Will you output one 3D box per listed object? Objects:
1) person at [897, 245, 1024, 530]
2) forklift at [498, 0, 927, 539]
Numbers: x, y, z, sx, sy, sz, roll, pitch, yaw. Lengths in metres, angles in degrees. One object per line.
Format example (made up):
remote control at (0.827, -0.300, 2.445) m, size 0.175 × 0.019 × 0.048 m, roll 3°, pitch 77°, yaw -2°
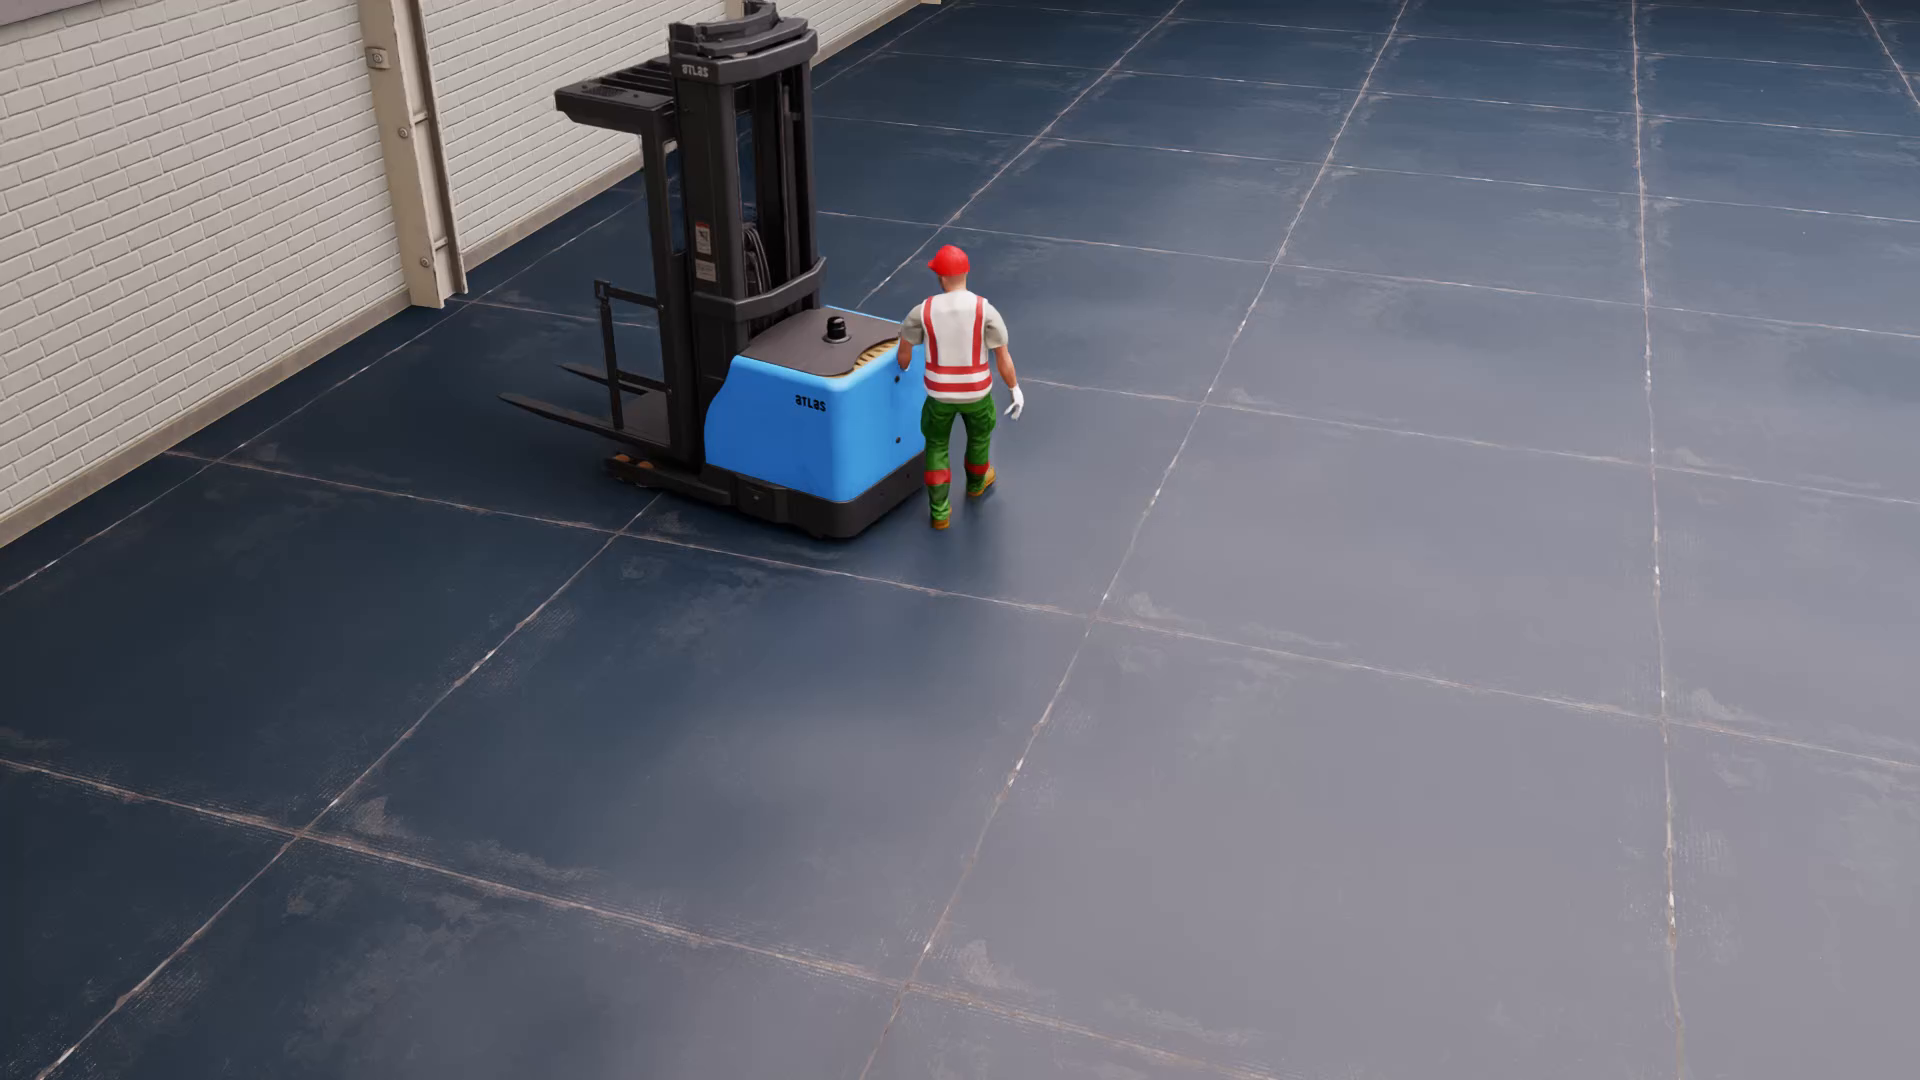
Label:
person at (-0.002, -0.981, 10.071) m, size 0.781 × 1.745 × 0.715 m, roll 1°, pitch 30°, yaw 2°
forklift at (-1.695, -1.814, 10.319) m, size 3.031 × 2.935 × 1.130 m, roll 17°, pitch 34°, yaw 27°
